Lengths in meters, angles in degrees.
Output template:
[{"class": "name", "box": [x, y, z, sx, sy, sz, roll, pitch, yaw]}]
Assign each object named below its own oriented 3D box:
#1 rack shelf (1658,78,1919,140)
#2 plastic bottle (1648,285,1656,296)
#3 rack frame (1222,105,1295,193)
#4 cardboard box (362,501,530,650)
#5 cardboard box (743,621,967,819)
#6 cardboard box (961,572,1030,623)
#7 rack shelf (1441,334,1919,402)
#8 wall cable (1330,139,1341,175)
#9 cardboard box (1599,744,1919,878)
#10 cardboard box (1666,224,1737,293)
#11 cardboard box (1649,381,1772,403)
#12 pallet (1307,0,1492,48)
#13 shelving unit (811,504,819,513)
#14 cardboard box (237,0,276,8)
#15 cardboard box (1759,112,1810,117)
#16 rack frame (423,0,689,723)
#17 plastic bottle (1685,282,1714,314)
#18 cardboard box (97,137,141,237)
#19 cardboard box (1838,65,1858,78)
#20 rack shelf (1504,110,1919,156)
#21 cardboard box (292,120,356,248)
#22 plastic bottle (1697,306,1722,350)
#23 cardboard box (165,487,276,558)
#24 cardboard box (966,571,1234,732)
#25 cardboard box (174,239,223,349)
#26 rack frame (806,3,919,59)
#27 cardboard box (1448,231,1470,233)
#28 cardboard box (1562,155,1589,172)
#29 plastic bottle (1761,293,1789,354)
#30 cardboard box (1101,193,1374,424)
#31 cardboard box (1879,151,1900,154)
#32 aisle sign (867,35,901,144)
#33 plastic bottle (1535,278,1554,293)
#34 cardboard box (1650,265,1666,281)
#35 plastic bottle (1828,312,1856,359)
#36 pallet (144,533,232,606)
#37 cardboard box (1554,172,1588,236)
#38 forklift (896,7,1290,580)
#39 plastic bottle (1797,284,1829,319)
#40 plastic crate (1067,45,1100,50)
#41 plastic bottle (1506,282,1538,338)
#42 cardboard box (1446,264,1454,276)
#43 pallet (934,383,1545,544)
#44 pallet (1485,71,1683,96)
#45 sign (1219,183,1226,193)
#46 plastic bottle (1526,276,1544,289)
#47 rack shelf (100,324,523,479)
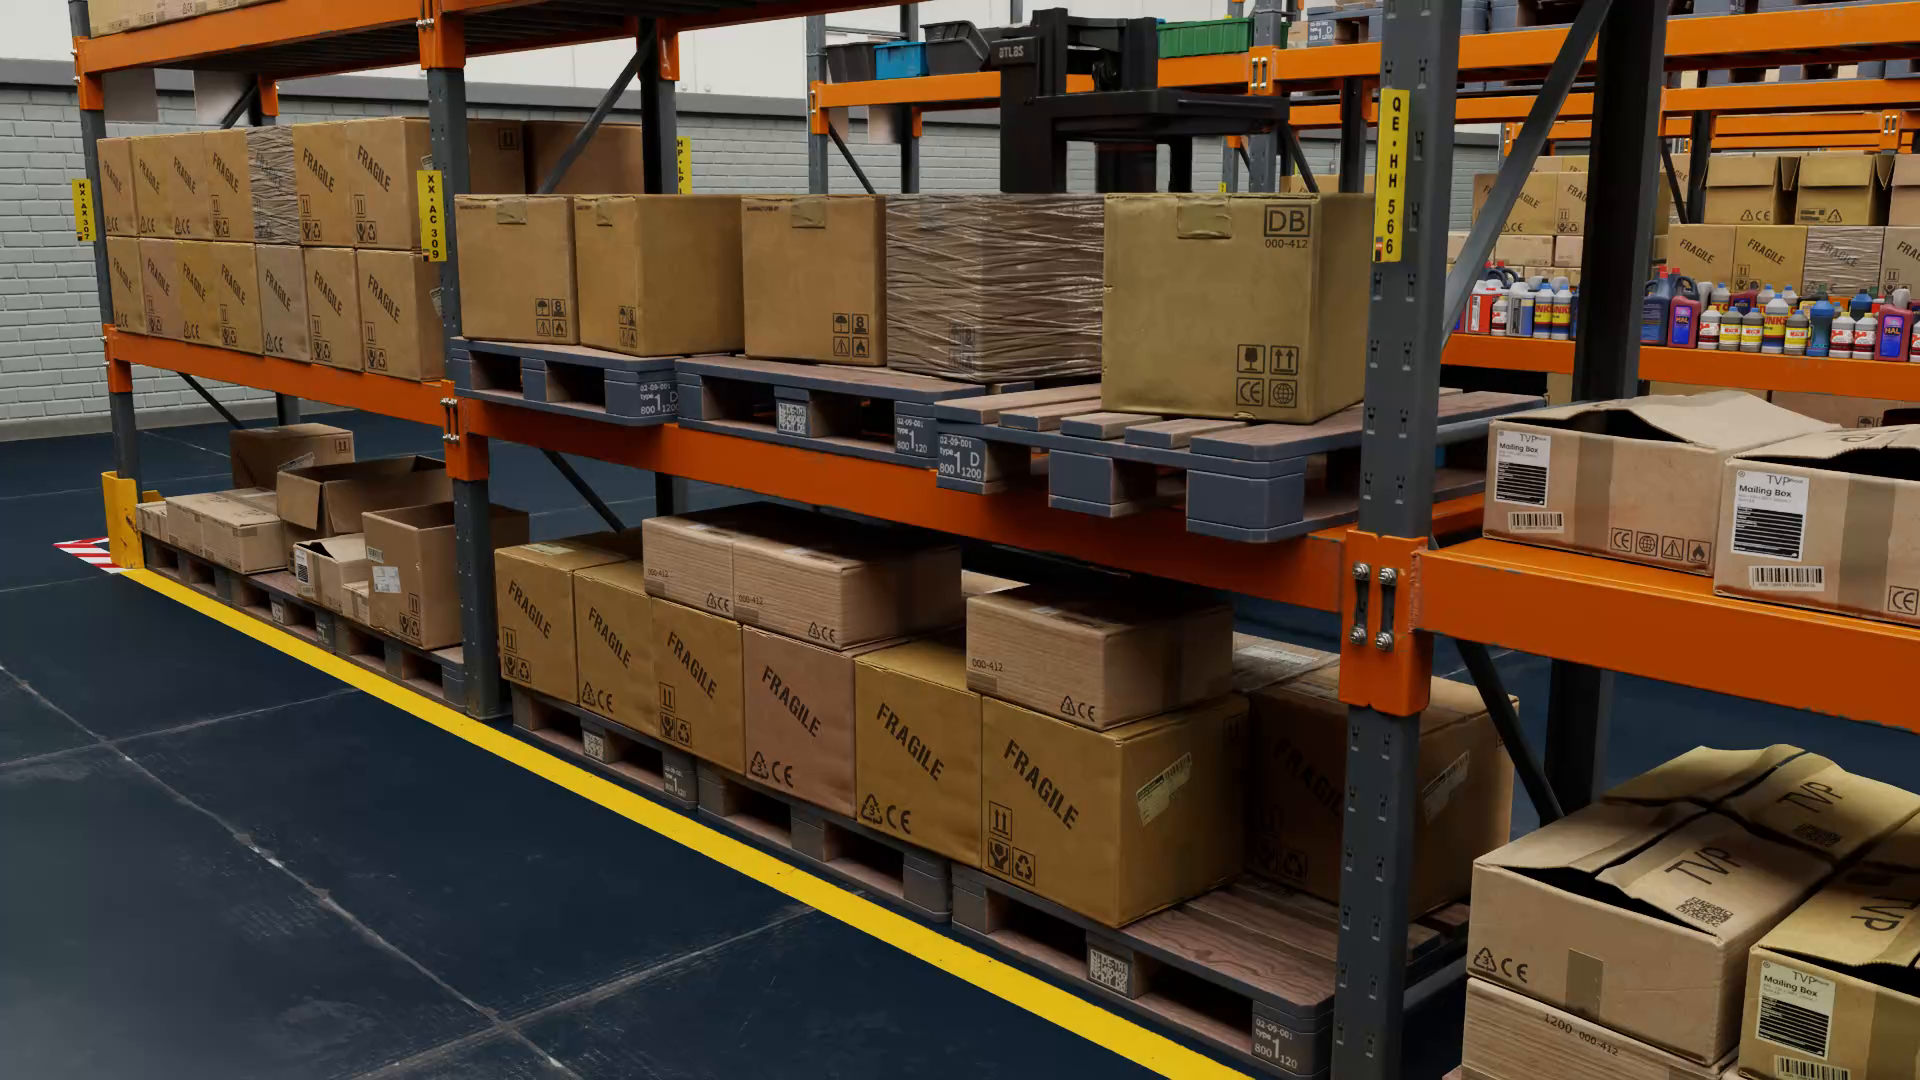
[{"class": "rack shelf", "box": [7.009, -3.041, 11.588, 1.077, 0.370, 4.000, -11, 16, -43]}, {"class": "plastic bottle", "box": [3.408, -1.099, 8.099, 0.061, 0.283, 0.133, -11, 16, -43]}, {"class": "rack frame", "box": [2.866, -2.800, 16.068, 1.000, 3.000, 0.127, -11, 16, -43]}, {"class": "cardboard box", "box": [-2.138, 0.129, 6.956, 0.500, 0.500, 0.500, -11, 16, -43]}, {"class": "cardboard box", "box": [-0.317, 0.501, 5.149, 0.500, 0.500, 0.500, 11, 16, 43]}, {"class": "cardboard box", "box": [0.043, 0.425, 5.519, 0.500, 0.500, 0.500, 11, 16, 43]}, {"class": "rack shelf", "box": [3.427, -0.882, 8.540, 1.077, 0.370, 4.000, -11, 16, -43]}, {"class": "wall cable", "box": [6.122, -5.514, 26.644, 0.585, 1.953, 0.123, -11, 16, -43]}, {"class": "cardboard box", "box": [1.763, 0.656, 3.677, 0.500, 0.311, 0.500, -10, 16, -41]}, {"class": "cardboard box", "box": [5.765, -2.163, 12.730, 0.500, 0.500, 0.500, -11, 16, -42]}, {"class": "cardboard box", "box": [6.085, -1.291, 12.967, 1.225, 0.875, 0.875, -11, 16, -42]}, {"class": "pallet", "box": [2.658, -2.802, 9.112, 1.213, 0.211, 1.003, -11, 16, -43]}, {"class": "shelving unit", "box": [-0.414, -0.650, 10.277, 0.538, 1.125, 1.048, -10, 15, -41]}, {"class": "cardboard box", "box": [-2.757, -2.412, 7.124, 0.500, 0.250, 0.500, -11, 16, -43]}, {"class": "cardboard box", "box": [8.415, -4.397, 16.757, 0.500, 0.250, 0.500, -11, 16, -43]}, {"class": "rack frame", "box": [-1.539, -0.836, 6.537, 1.000, 3.000, 0.127, -11, 16, -43]}, {"class": "plastic bottle", "box": [3.785, -1.192, 8.571, 0.152, 0.276, 0.135, -11, 16, -43]}, {"class": "cardboard box", "box": [-4.186, -1.857, 8.767, 0.500, 0.500, 0.500, -10, 15, -41]}, {"class": "cardboard box", "box": [8.783, -4.565, 16.335, 0.500, 0.250, 0.500, 11, 16, 42]}, {"class": "rack shelf", "box": [7.904, -4.301, 17.705, 1.077, 0.370, 4.000, -11, 16, -43]}, {"class": "cardboard box", "box": [-2.431, -1.487, 6.970, 0.500, 0.500, 0.500, -11, 16, -44]}, {"class": "plastic bottle", "box": [3.524, -0.997, 7.809, 0.097, 0.201, 0.097, 0, 12, 0]}, {"class": "cardboard box", "box": [-3.786, -0.097, 8.672, 0.500, 0.250, 0.500, -11, 16, -43]}, {"class": "cardboard box", "box": [0.366, 0.278, 4.376, 0.500, 0.250, 0.500, -10, 15, -40]}, {"class": "cardboard box", "box": [-3.481, -1.219, 8.148, 0.500, 0.500, 0.500, -11, 16, -43]}, {"class": "rack frame", "box": [-0.716, -5.048, 12.113, 1.000, 3.000, 0.127, -11, 16, -43]}, {"class": "cardboard box", "box": [4.457, -2.615, 14.803, 0.500, 0.250, 0.500, -11, 16, -42]}, {"class": "cardboard box", "box": [6.994, -3.985, 18.360, 0.500, 0.500, 0.500, -10, 15, -41]}, {"class": "plastic bottle", "box": [3.726, -0.989, 7.595, 0.097, 0.271, 0.097, 0, 12, 0]}, {"class": "cardboard box", "box": [0.707, -0.583, 4.021, 0.500, 0.500, 0.700, 6, 13, 26]}, {"class": "cardboard box", "box": [9.150, -3.677, 16.861, 0.500, 0.500, 0.500, -10, 16, -41]}, {"class": "aisle sign", "box": [-0.554, -3.434, 12.705, 0.394, 0.787, 0.004, -11, 16, -43]}, {"class": "plastic bottle", "box": [3.168, -1.284, 9.028, 0.097, 0.271, 0.097, 0, 12, 0]}, {"class": "cardboard box", "box": [5.664, -2.183, 13.695, 0.380, 0.149, 0.250, -11, 16, -42]}, {"class": "plastic bottle", "box": [3.927, -0.912, 7.396, 0.097, 0.201, 0.097, 0, 12, 0]}, {"class": "pallet", "box": [-3.698, 0.073, 9.034, 1.003, 0.211, 1.213, -11, 16, -43]}, {"class": "cardboard box", "box": [5.117, -2.686, 13.289, 0.500, 0.500, 0.500, -10, 15, -41]}, {"class": "forklift", "box": [0.984, -1.231, 8.621, 1.130, 2.935, 3.031, -10, 15, -41]}, {"class": "plastic bottle", "box": [4.205, -1.120, 8.205, 0.061, 0.283, 0.133, -11, 16, -43]}, {"class": "plastic crate", "box": [0.892, -2.999, 10.252, 0.293, 0.136, 0.466, -11, 16, -43]}, {"class": "plastic bottle", "box": [2.890, -1.176, 8.491, 0.152, 0.276, 0.135, -11, 16, -43]}, {"class": "cardboard box", "box": [4.293, -2.279, 14.164, 0.380, 0.149, 0.250, -11, 16, -43]}, {"class": "pallet", "box": [0.704, -0.248, 4.155, 1.213, 0.211, 1.003, -11, 16, -43]}, {"class": "pallet", "box": [5.071, -3.763, 13.528, 1.003, 0.211, 1.213, -11, 16, -43]}, {"class": "sign", "box": [2.460, -3.186, 15.602, 0.100, 0.325, 0.005, -11, 16, -43]}, {"class": "plastic bottle", "box": [3.152, -1.326, 9.221, 0.152, 0.276, 0.135, -11, 16, -43]}, {"class": "rack shelf", "box": [-2.920, -0.776, 8.026, 1.077, 0.370, 4.000, -11, 16, -43]}]
